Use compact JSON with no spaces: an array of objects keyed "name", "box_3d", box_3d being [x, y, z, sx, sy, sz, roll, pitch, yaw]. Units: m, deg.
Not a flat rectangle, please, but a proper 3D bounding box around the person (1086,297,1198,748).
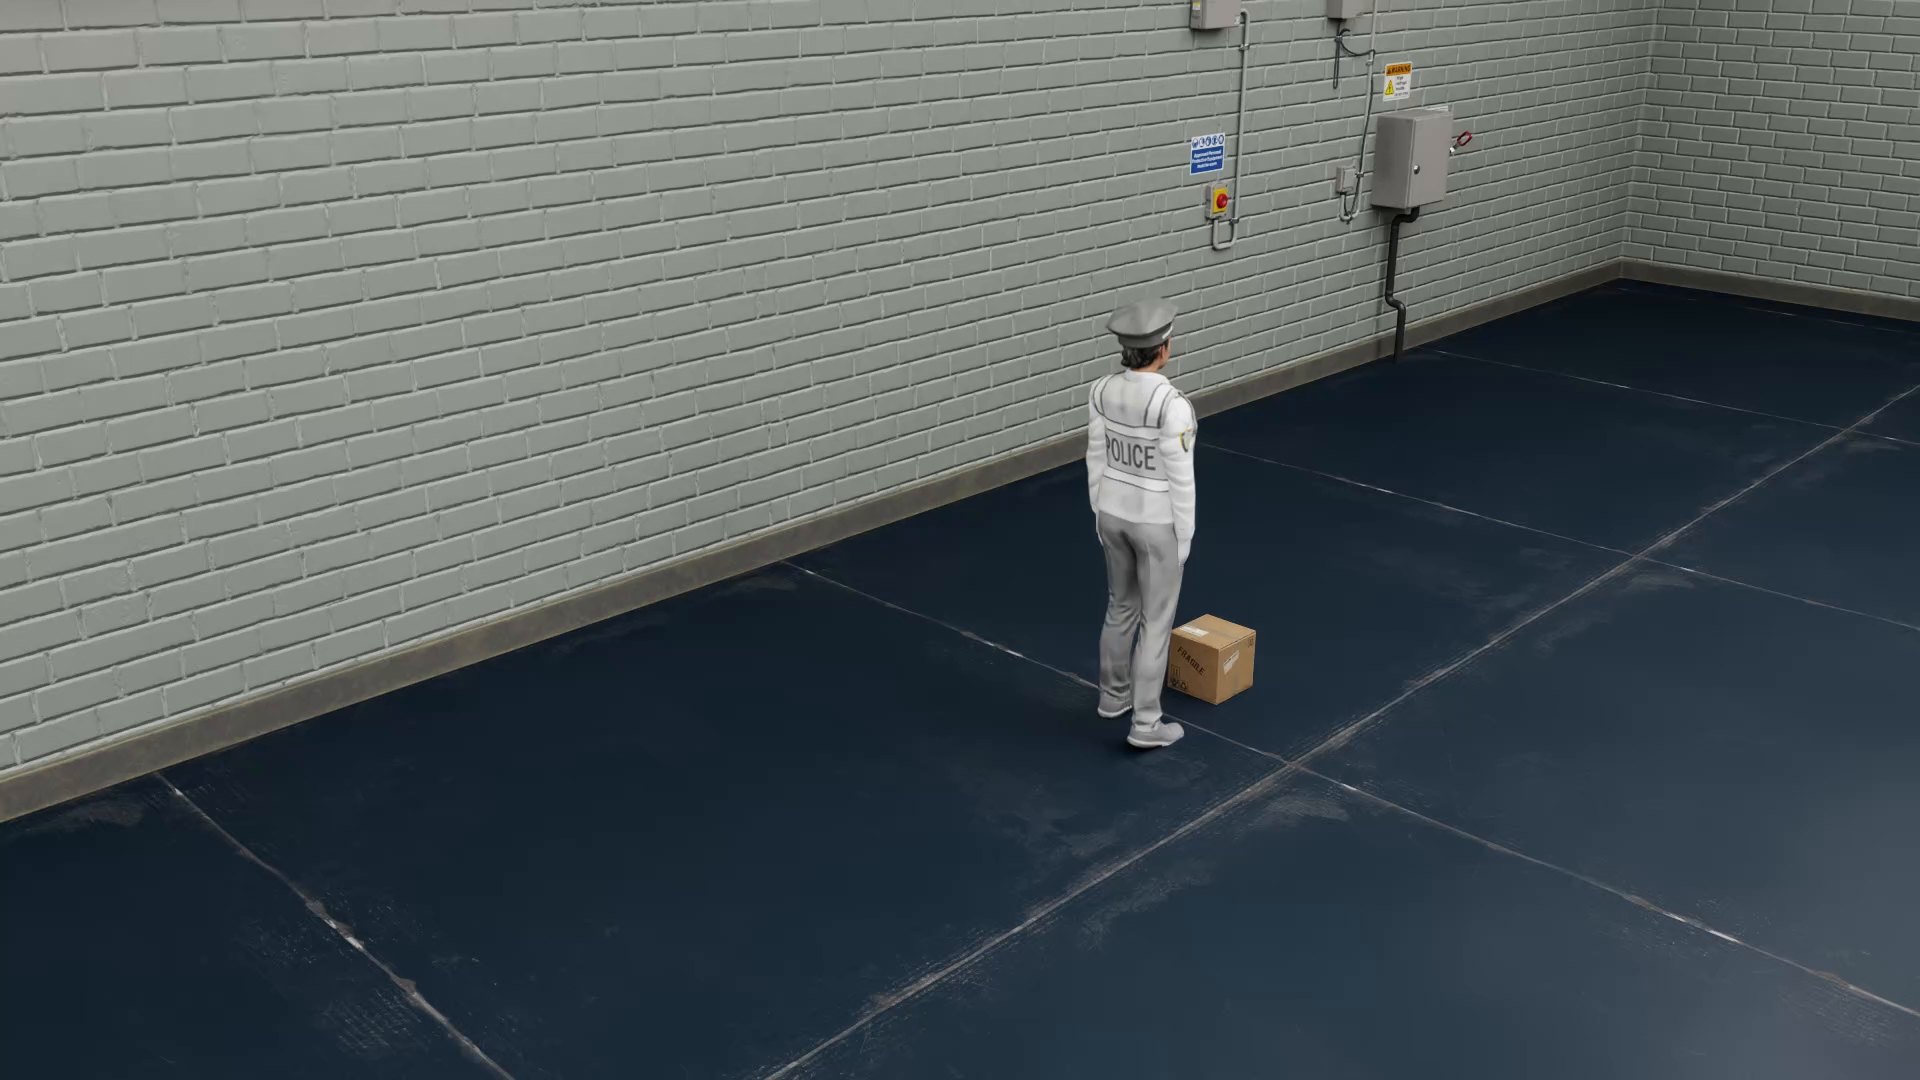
[{"name":"person","box_3d":[0.691,-0.060,6.243,0.409,1.707,0.472,-19,28,-41]}]
